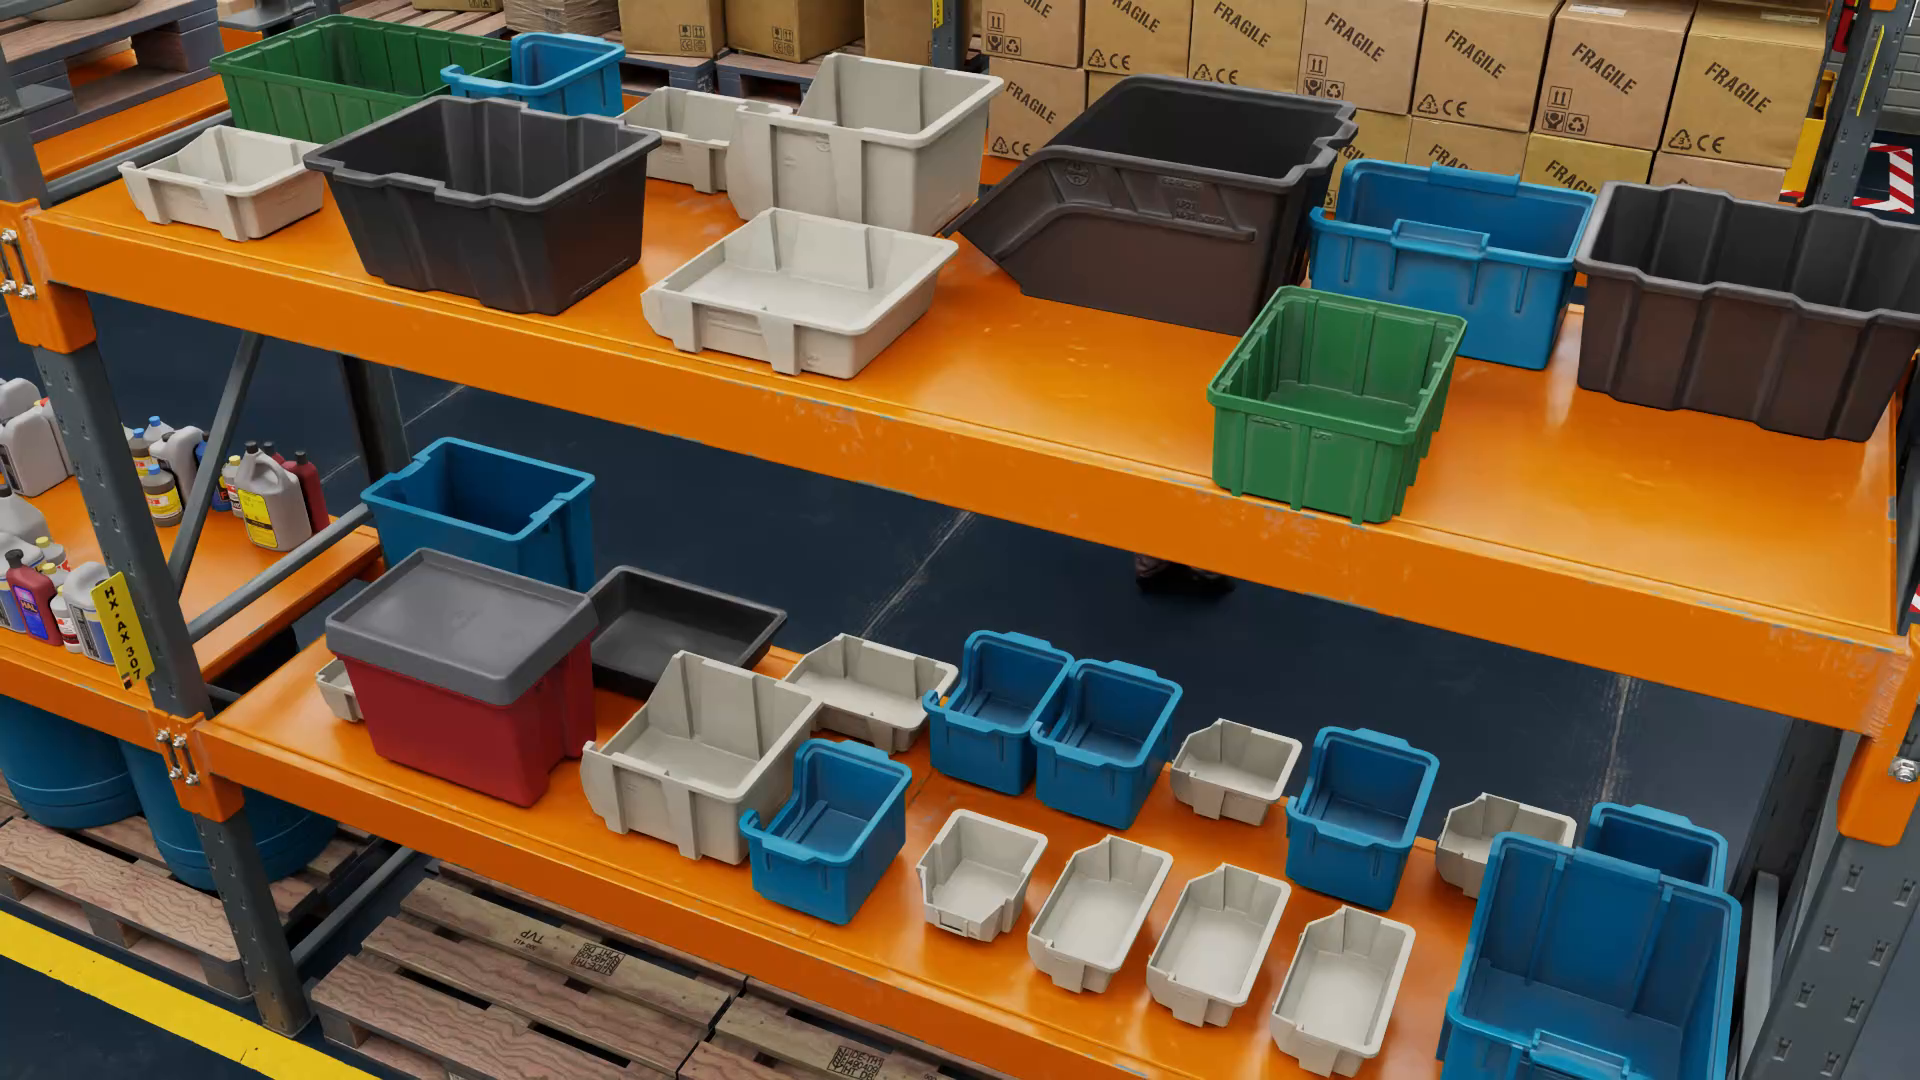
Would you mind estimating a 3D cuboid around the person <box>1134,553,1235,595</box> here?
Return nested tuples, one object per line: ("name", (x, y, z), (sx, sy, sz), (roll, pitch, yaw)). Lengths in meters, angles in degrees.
("person", (0.974, -0.457, 6.902), (0.579, 1.790, 0.532), (28, 42, 35))
